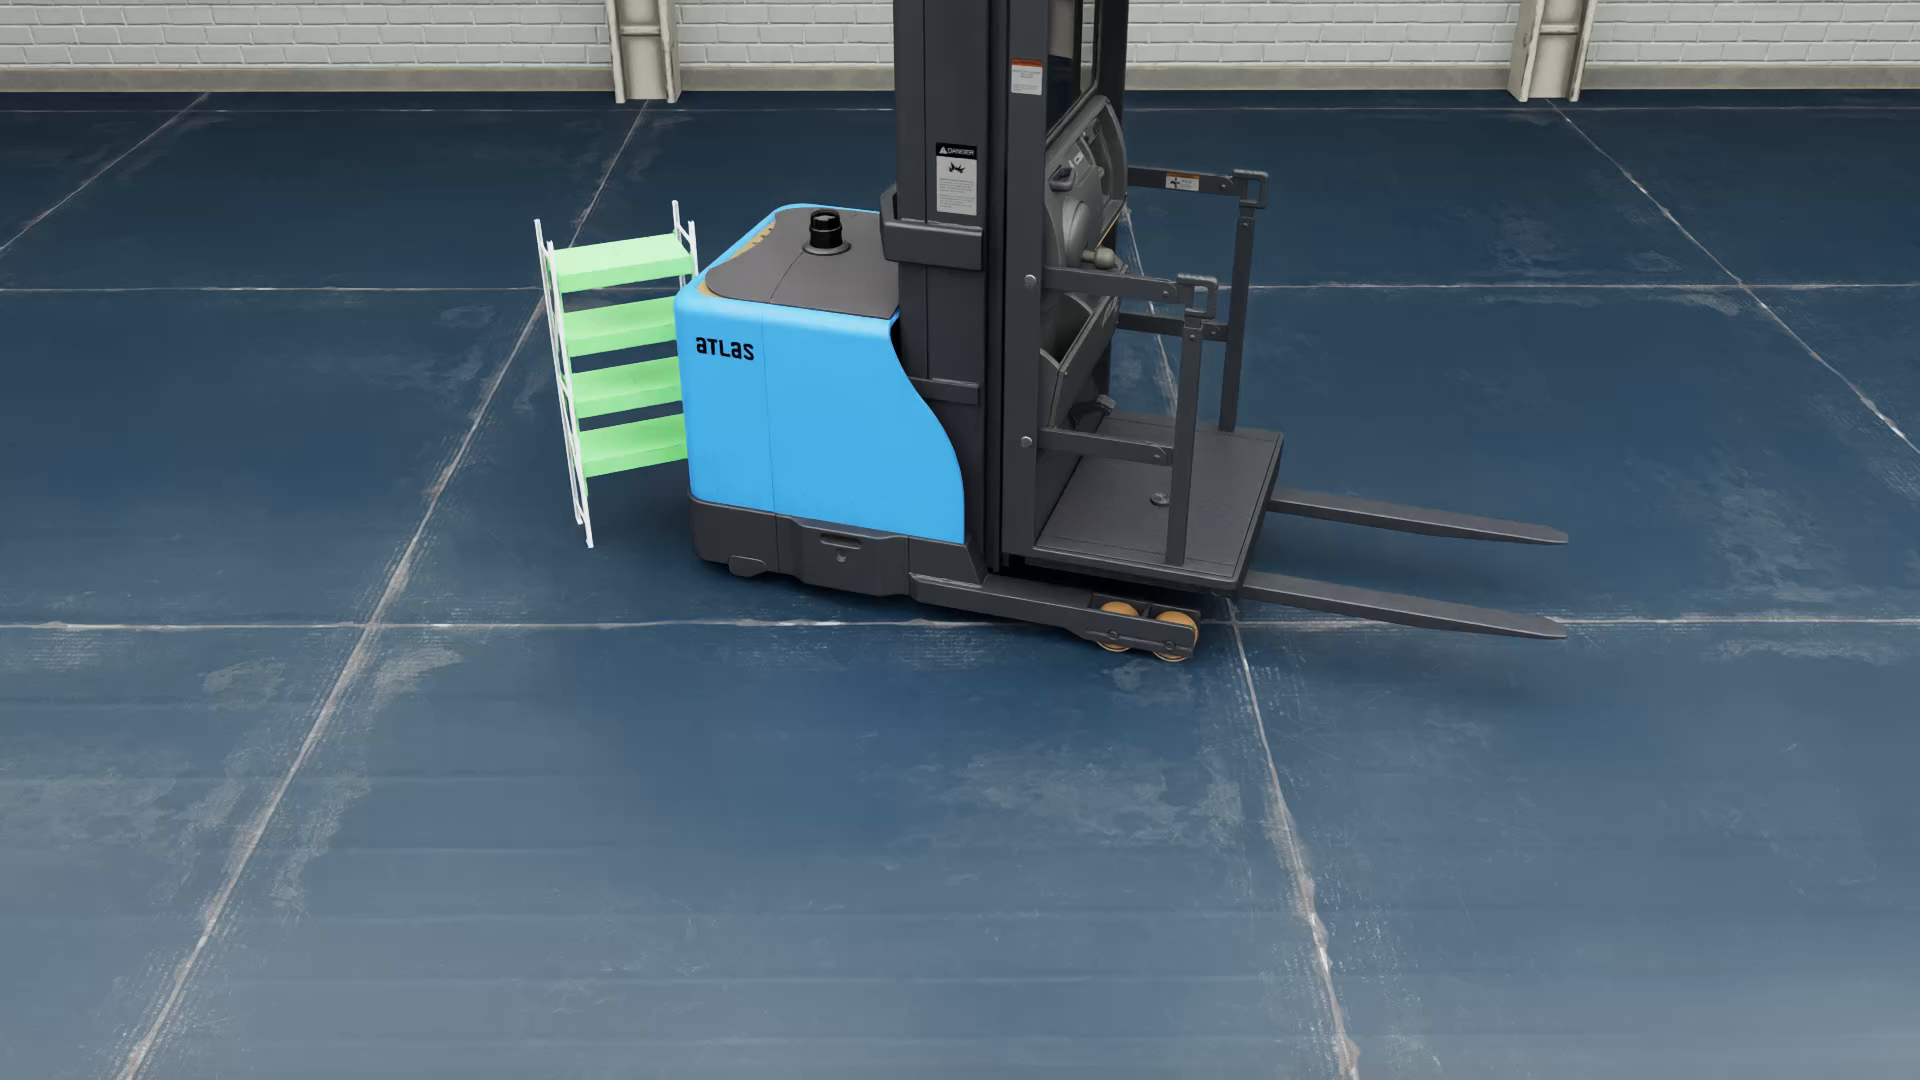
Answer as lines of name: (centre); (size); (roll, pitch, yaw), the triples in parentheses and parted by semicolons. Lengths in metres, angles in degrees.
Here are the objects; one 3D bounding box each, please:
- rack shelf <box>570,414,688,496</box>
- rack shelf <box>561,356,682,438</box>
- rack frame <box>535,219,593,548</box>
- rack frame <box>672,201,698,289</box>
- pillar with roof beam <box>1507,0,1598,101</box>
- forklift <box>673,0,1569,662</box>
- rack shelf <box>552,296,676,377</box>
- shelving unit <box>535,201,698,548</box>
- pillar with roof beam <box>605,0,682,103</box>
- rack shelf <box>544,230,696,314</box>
rack shelf: (-1.197, -0.331, 6.224); (0.480, 0.148, 0.258); (-12, 33, -20)
rack shelf: (-1.197, -0.536, 6.100); (0.480, 0.148, 0.258); (-12, 33, -20)
rack frame: (-1.422, -0.541, 5.985); (0.015, 1.200, 0.240); (-12, 33, -20)
rack frame: (-0.973, -0.640, 6.148); (0.015, 1.200, 0.240); (-12, 33, -20)
pillar with roof beam: (3.941, -4.612, 5.176); (0.400, 9.000, 9.100); (0, 31, 0)
forklift: (0.598, -1.155, 5.327); (3.031, 2.935, 1.130); (9, 32, 15)
rack shelf: (-1.197, -0.741, 5.975); (0.480, 0.148, 0.258); (-12, 33, -20)
shelving unit: (-1.197, -0.591, 6.067); (0.503, 1.200, 0.258); (-12, 33, -20)
pillar with roof beam: (-2.059, -4.593, 5.146); (0.400, 9.000, 9.100); (0, 31, 0)
rack shelf: (-1.197, -0.946, 5.851); (0.480, 0.148, 0.258); (-12, 33, -20)
